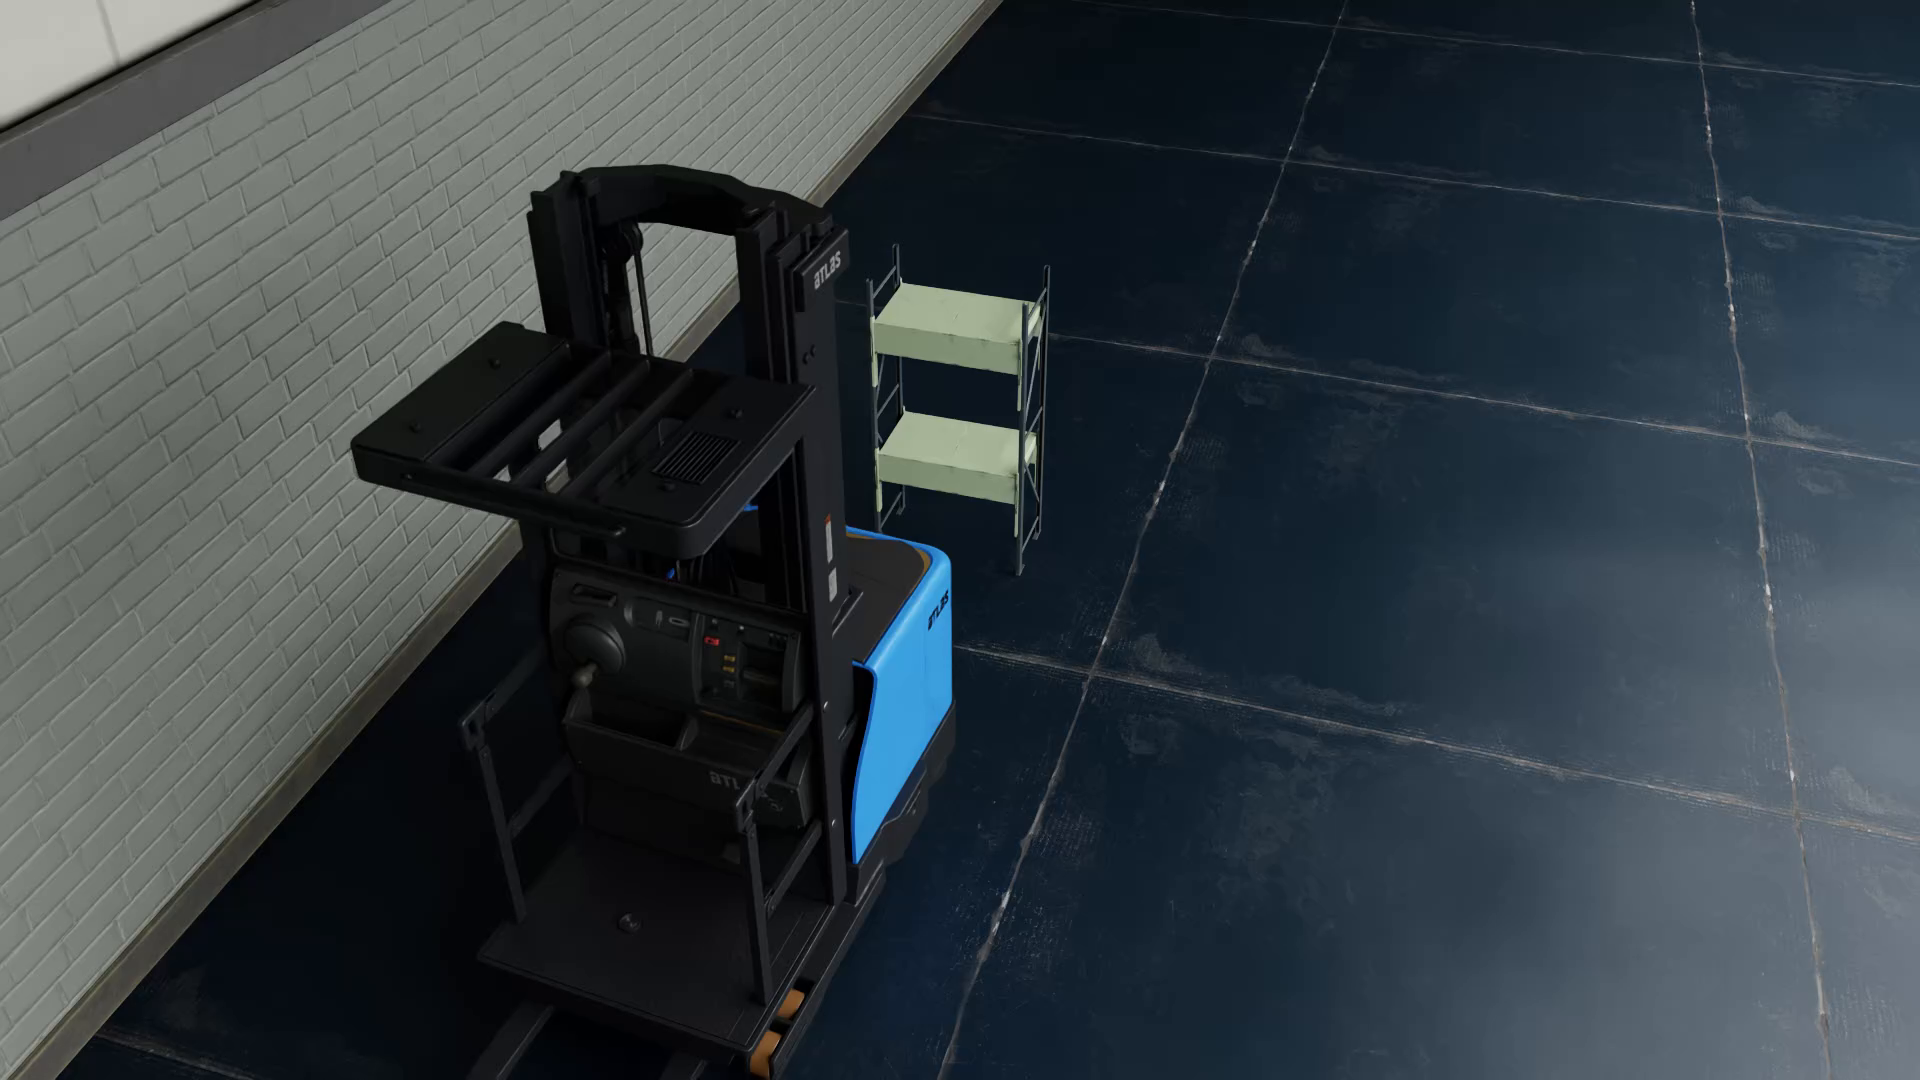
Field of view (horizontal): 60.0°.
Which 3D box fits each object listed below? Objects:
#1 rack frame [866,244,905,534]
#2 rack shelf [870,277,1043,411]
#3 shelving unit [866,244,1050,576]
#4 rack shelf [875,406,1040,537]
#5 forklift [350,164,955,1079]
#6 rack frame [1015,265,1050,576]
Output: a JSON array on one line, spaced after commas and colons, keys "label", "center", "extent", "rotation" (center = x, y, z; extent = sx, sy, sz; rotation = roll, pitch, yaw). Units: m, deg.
[{"label": "rack frame", "center": [-0.356, -0.670, 8.080], "extent": [0.023, 1.500, 0.400], "rotation": [10, 38, 14]}, {"label": "rack shelf", "center": [-0.006, -0.919, 7.761], "extent": [0.720, 0.370, 0.431], "rotation": [10, 38, 14]}, {"label": "shelving unit", "center": [-0.006, -0.605, 7.992], "extent": [0.755, 1.500, 0.431], "rotation": [10, 38, 14]}, {"label": "rack shelf", "center": [-0.006, -0.343, 8.185], "extent": [0.720, 0.370, 0.431], "rotation": [10, 38, 14]}, {"label": "forklift", "center": [-1.031, 0.430, 5.378], "extent": [1.130, 2.935, 3.031], "rotation": [13, 38, 17]}, {"label": "rack frame", "center": [0.343, -0.541, 7.904], "extent": [0.023, 1.500, 0.400], "rotation": [10, 38, 14]}]
